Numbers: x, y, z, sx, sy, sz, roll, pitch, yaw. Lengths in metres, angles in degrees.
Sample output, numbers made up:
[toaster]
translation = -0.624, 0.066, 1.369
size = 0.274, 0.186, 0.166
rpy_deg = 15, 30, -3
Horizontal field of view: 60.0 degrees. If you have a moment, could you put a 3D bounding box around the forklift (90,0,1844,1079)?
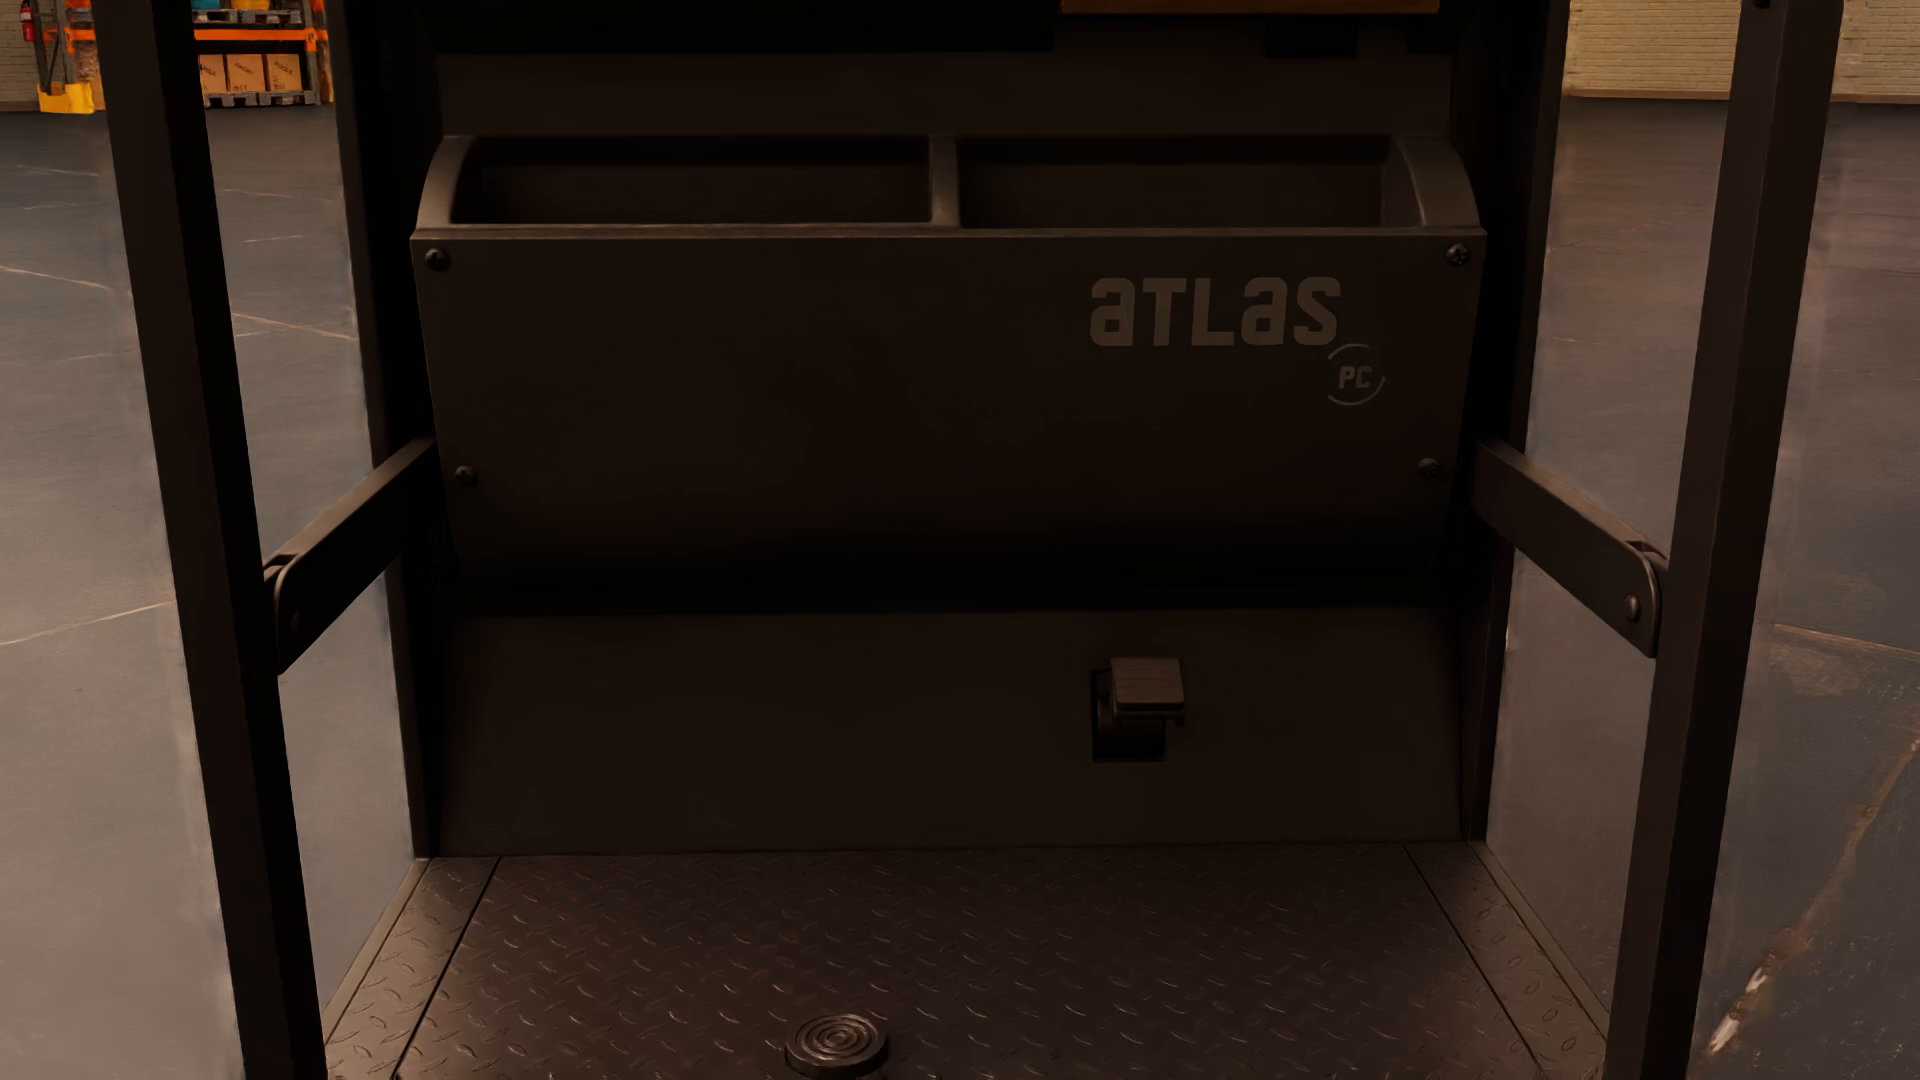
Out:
[forklift]
translation = 0.002, -0.687, 1.161
size = 1.130, 2.935, 3.031
rpy_deg = -1, 17, -2

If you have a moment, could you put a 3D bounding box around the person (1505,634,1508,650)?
[person]
translation = 0.472, -0.594, 3.251
size = 1.035, 1.616, 1.100
rpy_deg = -11, 20, -33
